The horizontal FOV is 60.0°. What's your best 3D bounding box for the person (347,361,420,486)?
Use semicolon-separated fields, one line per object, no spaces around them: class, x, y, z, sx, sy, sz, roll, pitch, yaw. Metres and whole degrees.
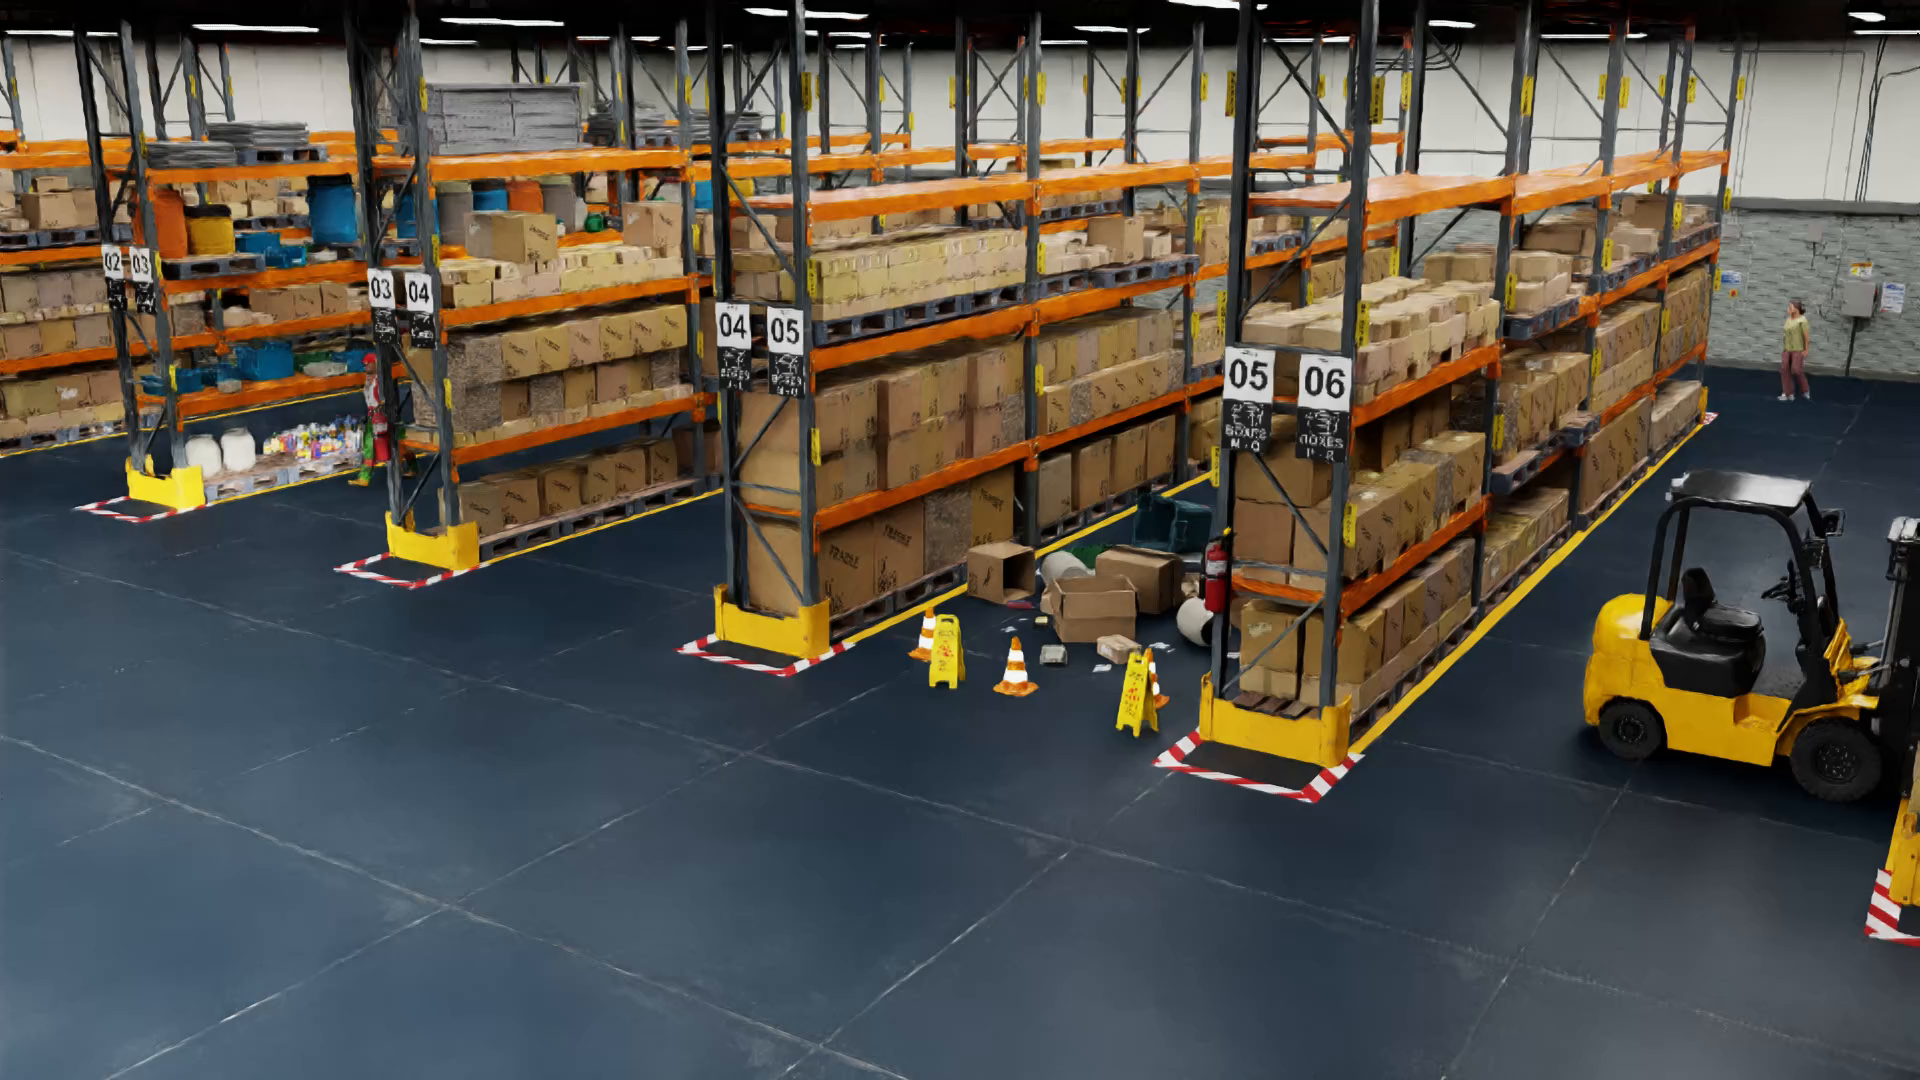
person;-7.557;-1.563;21.698;0.547;1.685;1.044;9;18;30

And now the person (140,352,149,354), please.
person;-14.129;-3.479;28.566;0.549;1.673;1.031;7;17;23

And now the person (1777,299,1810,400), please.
person;13.817;-3.132;27.402;0.535;1.659;0.513;-6;17;-20
